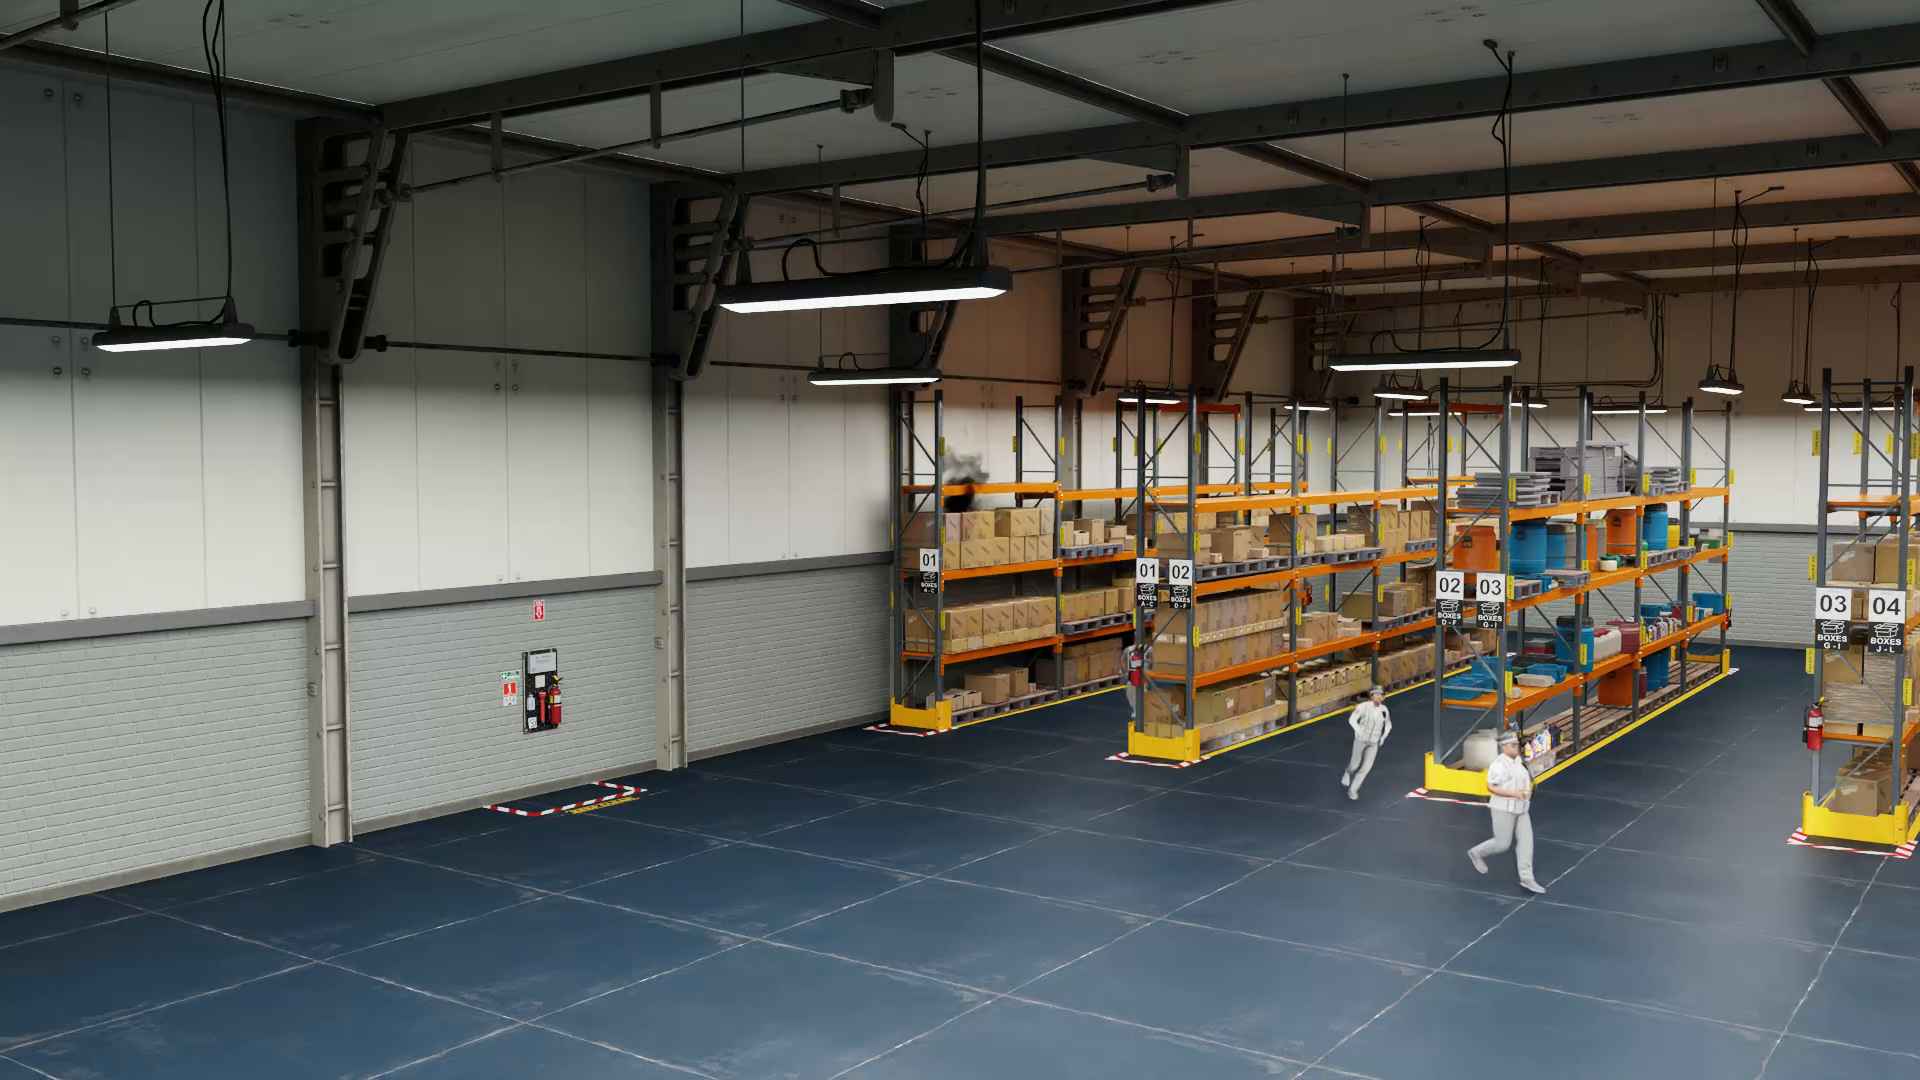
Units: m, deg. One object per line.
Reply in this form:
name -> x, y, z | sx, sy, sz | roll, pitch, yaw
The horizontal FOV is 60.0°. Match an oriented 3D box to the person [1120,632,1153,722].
person -> 3.119, 2.472, 29.140 | 0.657, 1.778, 0.953 | 1, 4, 25

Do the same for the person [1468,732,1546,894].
person -> 6.226, 3.048, 18.871 | 0.664, 1.779, 0.954 | -2, 4, -35

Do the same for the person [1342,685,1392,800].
person -> 5.859, 2.863, 23.827 | 0.652, 1.619, 0.708 | 0, 3, 1
